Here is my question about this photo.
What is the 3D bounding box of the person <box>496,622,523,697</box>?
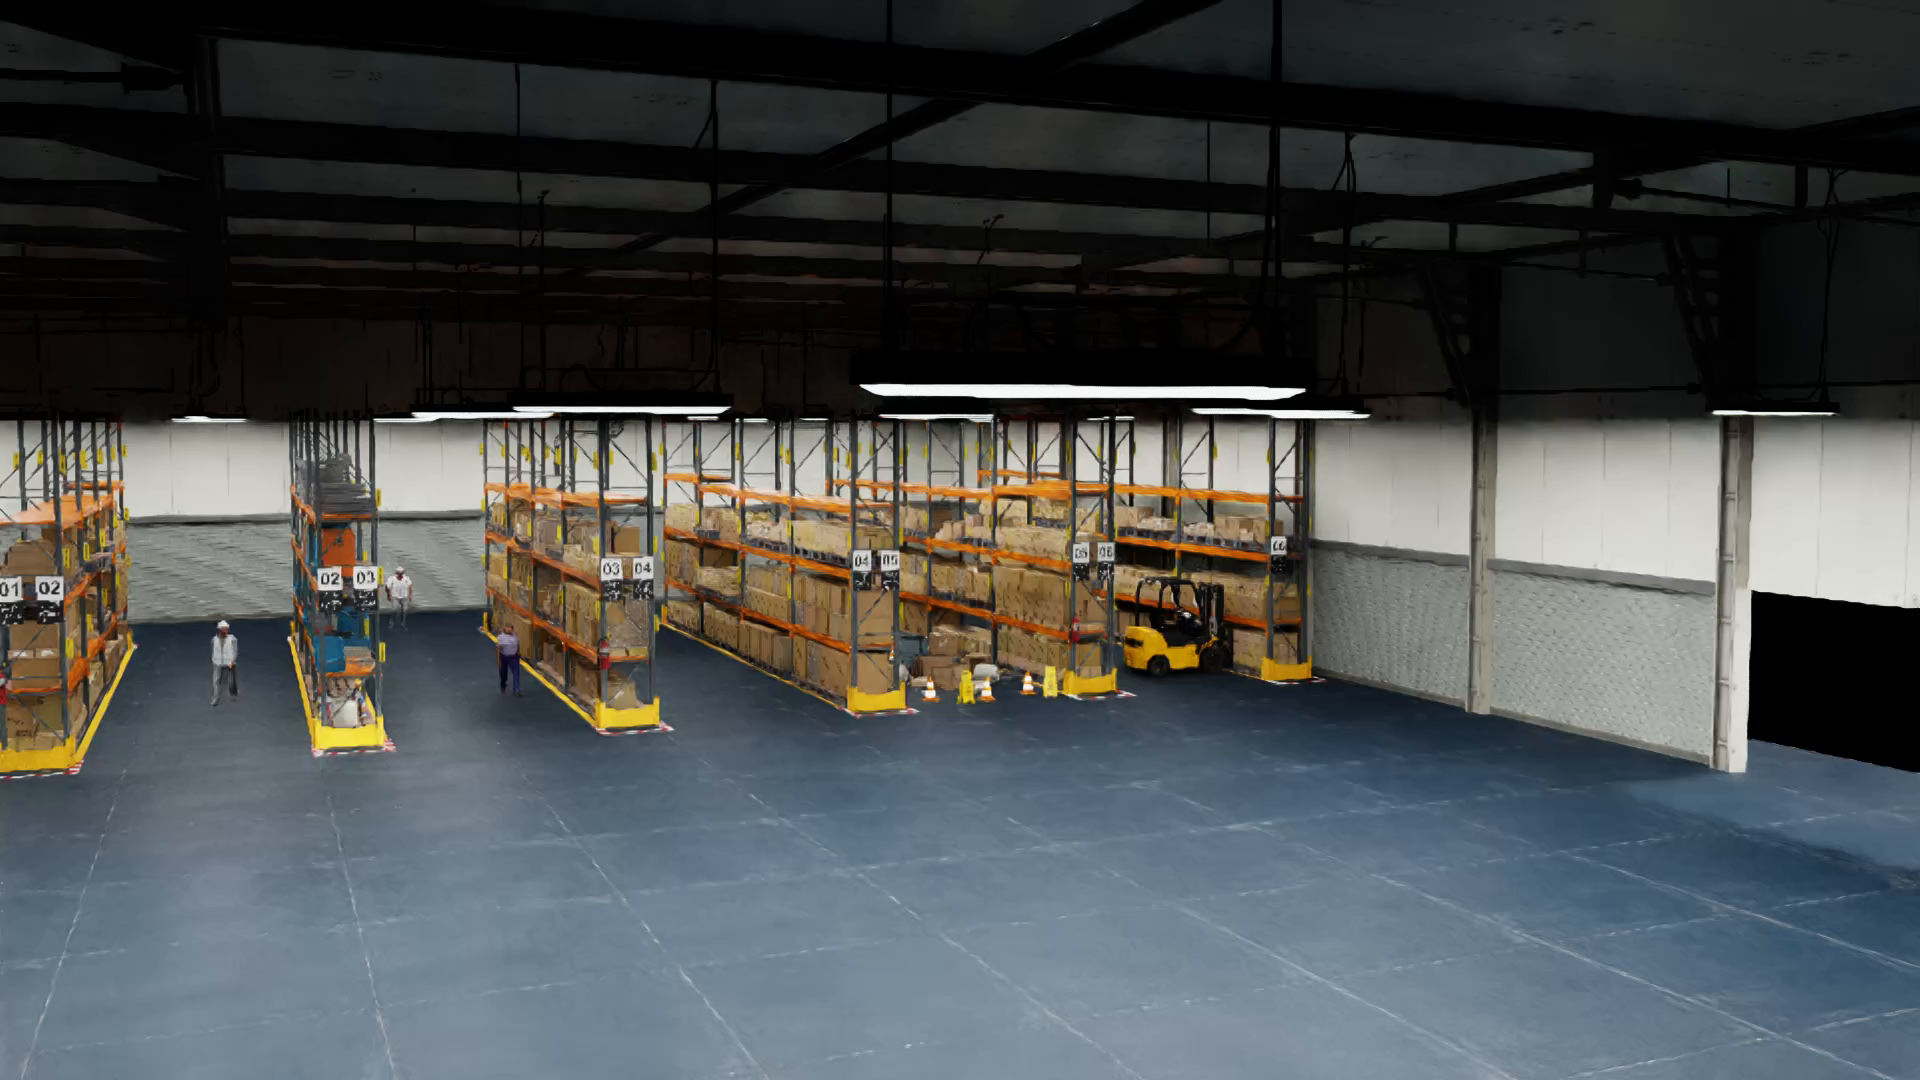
[{"bbox_3d":[-9.471,2.485,34.859,0.479,1.567,1.090,-2,4,-21],"label":"person"}]

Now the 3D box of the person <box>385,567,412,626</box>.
[{"bbox_3d":[-15.795,1.596,46.836,0.719,1.714,0.578,-2,4,-26],"label":"person"}]

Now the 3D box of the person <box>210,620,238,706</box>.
[{"bbox_3d":[-14.956,2.488,33.830,0.539,1.715,1.031,-1,4,-14],"label":"person"}]
